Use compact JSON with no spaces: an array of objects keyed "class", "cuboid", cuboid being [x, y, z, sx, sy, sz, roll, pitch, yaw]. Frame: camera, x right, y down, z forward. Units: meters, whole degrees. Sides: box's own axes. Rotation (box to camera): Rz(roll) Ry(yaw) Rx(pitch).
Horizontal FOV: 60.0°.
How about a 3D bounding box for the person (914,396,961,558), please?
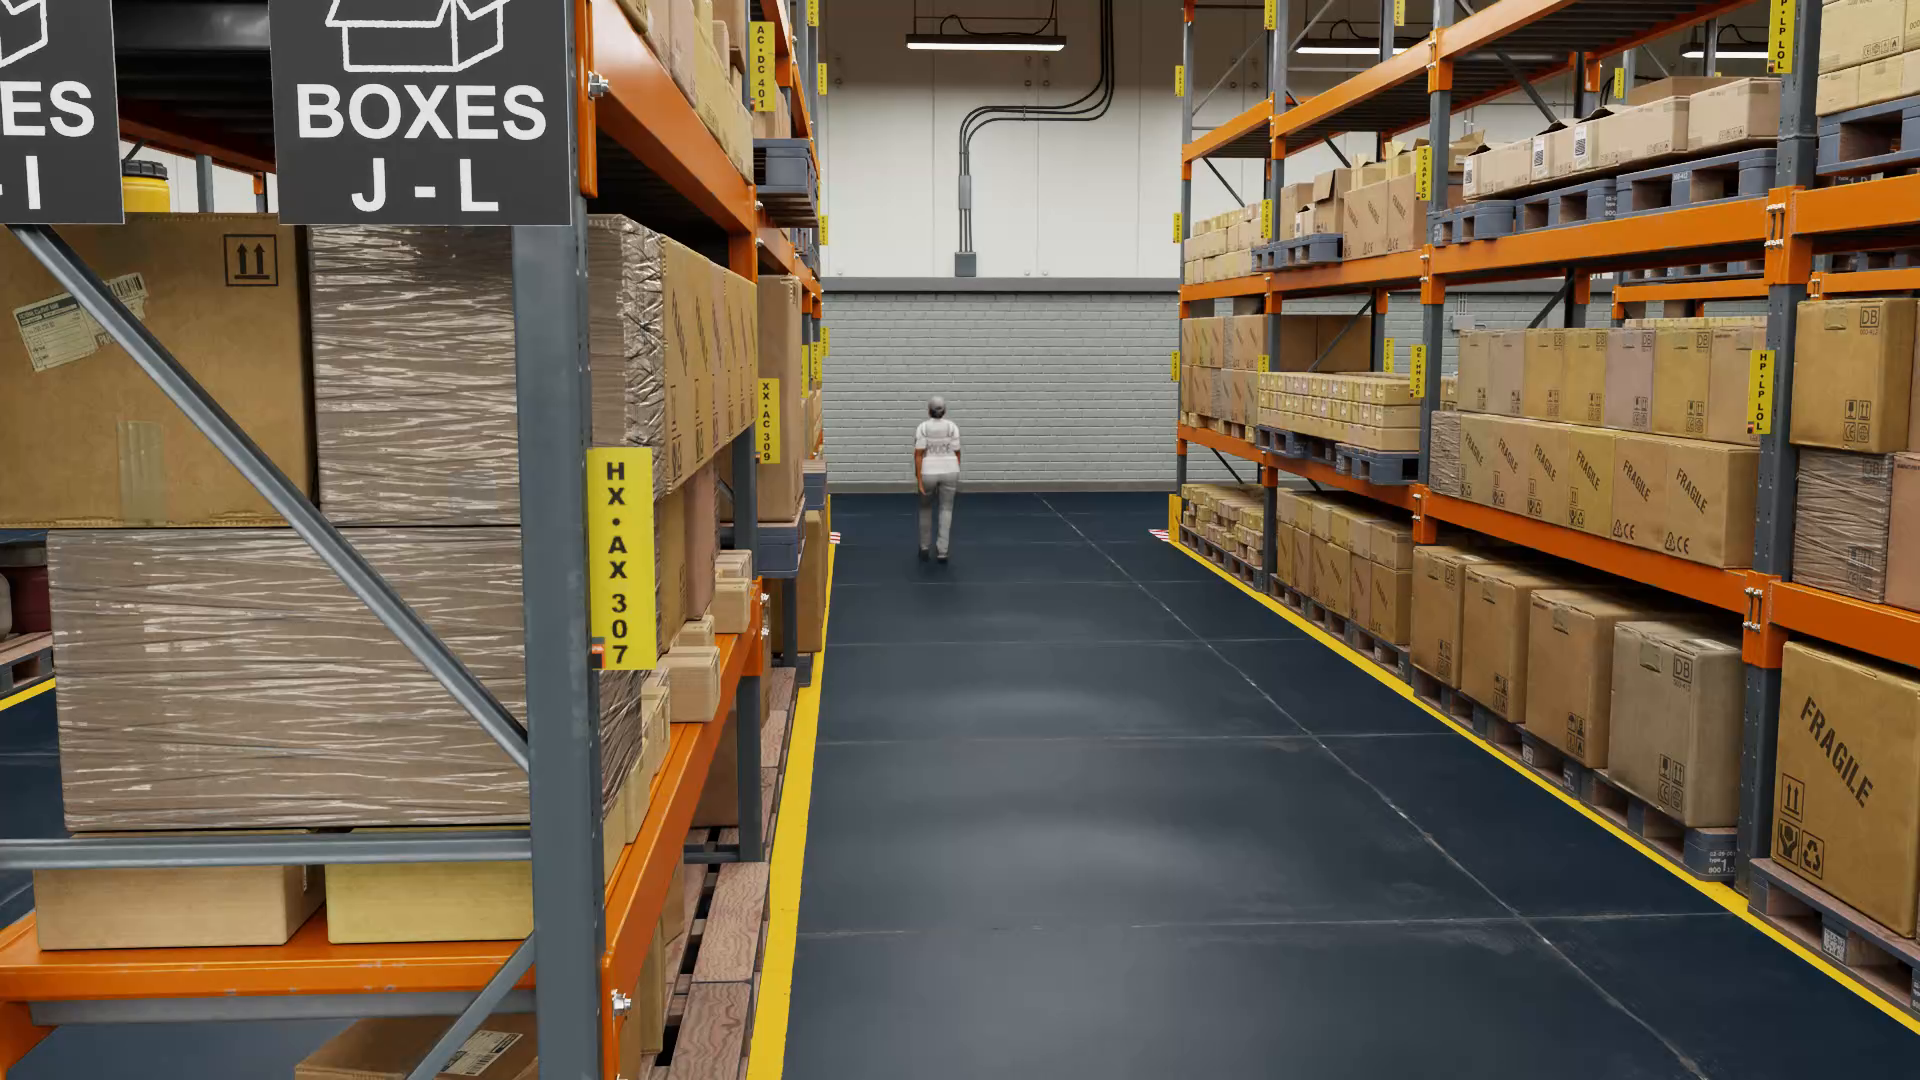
[{"class":"person","cuboid":[-0.230,-0.632,16.937,0.474,1.664,0.837,0,7,-1]}]
